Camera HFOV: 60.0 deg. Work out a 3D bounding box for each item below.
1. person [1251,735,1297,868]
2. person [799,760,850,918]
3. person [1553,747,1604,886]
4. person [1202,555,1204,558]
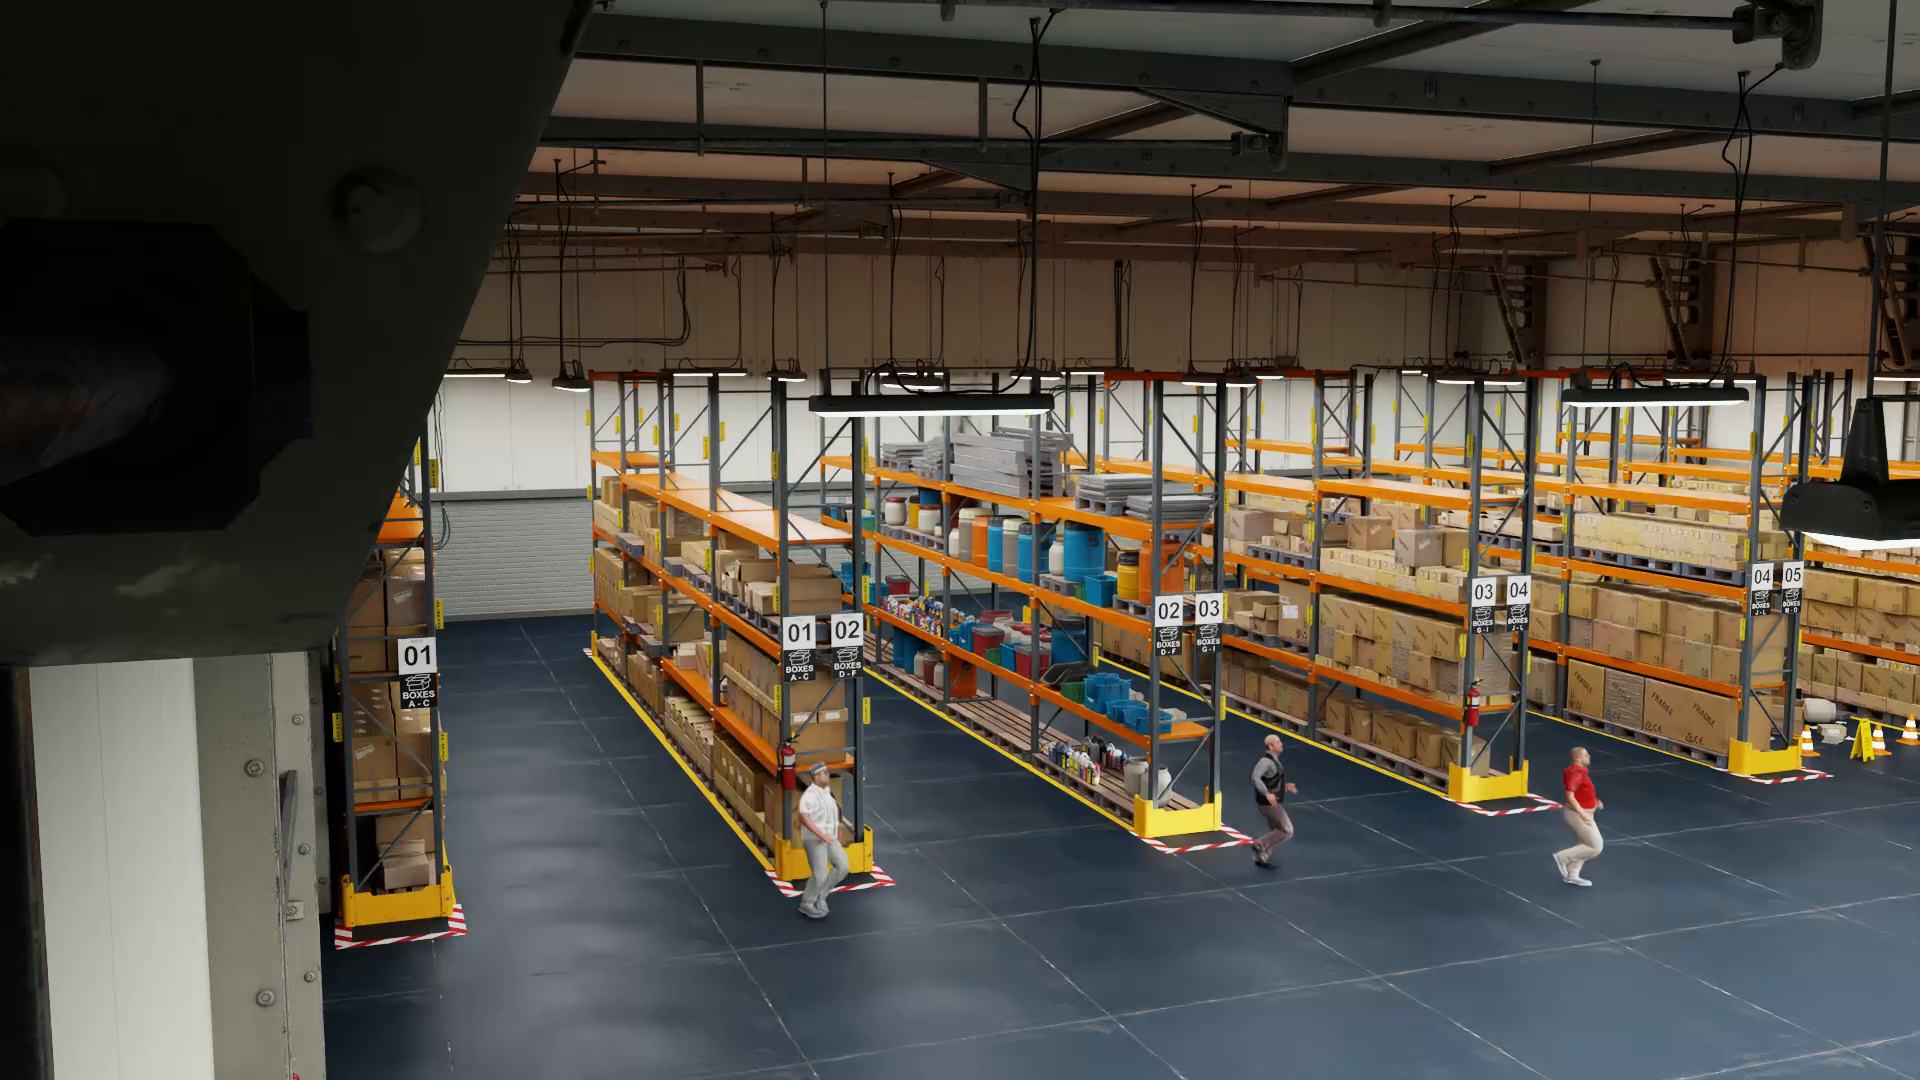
[{"bbox_3d":[3.871,3.229,20.487,0.542,1.674,0.674,2,7,16],"label":"person"},{"bbox_3d":[-1.530,3.382,18.857,0.568,1.747,0.716,3,7,26],"label":"person"},{"bbox_3d":[7.381,3.297,19.832,0.594,1.684,0.671,1,6,10],"label":"person"},{"bbox_3d":[5.458,1.151,38.694,0.735,1.718,0.624,-2,7,-19],"label":"person"}]
